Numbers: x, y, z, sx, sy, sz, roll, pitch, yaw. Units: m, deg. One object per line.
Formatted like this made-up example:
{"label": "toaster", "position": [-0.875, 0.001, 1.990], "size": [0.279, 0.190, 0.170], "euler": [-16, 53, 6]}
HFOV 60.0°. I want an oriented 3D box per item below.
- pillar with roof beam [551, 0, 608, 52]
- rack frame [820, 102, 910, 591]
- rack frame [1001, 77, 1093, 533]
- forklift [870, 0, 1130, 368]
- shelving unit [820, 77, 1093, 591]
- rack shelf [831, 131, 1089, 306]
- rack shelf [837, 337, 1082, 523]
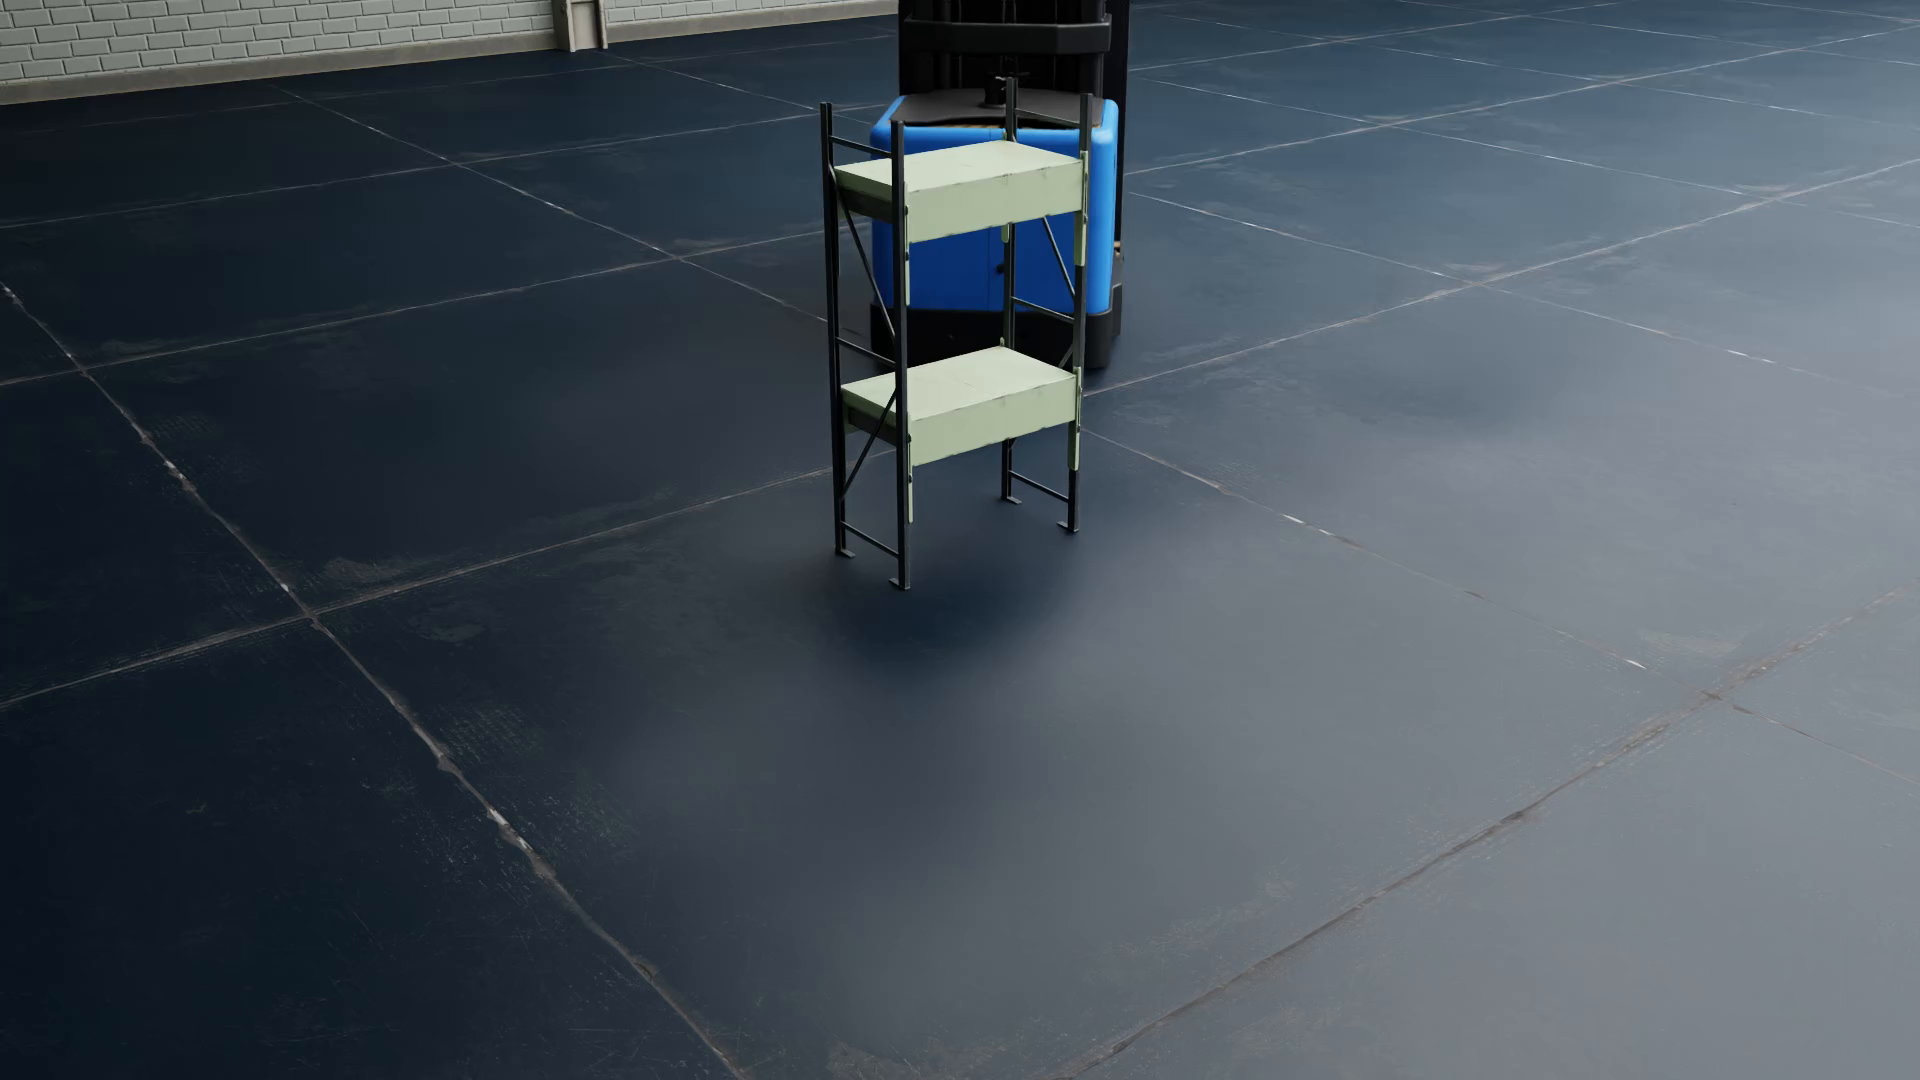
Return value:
{"label": "pillar with roof beam", "position": [-0.950, -7.351, 10.900], "size": [0.400, 9.000, 9.100], "euler": [-18, 31, -34]}
{"label": "rack frame", "position": [-0.293, -0.583, 5.226], "size": [0.023, 1.500, 0.400], "euler": [-18, 31, -34]}
{"label": "rack frame", "position": [0.283, -0.774, 5.635], "size": [0.023, 1.500, 0.400], "euler": [-18, 31, -34]}
{"label": "forklift", "position": [0.280, -2.656, 7.992], "size": [1.130, 2.935, 3.031], "euler": [3, 25, 5]}
{"label": "shelving unit", "position": [-0.005, -0.679, 5.431], "size": [0.755, 1.500, 0.431], "euler": [-18, 31, -34]}
{"label": "rack shelf", "position": [-0.005, -1.033, 5.266], "size": [0.720, 0.370, 0.431], "euler": [-18, 31, -34]}
{"label": "rack shelf", "position": [-0.005, -0.383, 5.568], "size": [0.720, 0.370, 0.431], "euler": [-18, 31, -34]}
